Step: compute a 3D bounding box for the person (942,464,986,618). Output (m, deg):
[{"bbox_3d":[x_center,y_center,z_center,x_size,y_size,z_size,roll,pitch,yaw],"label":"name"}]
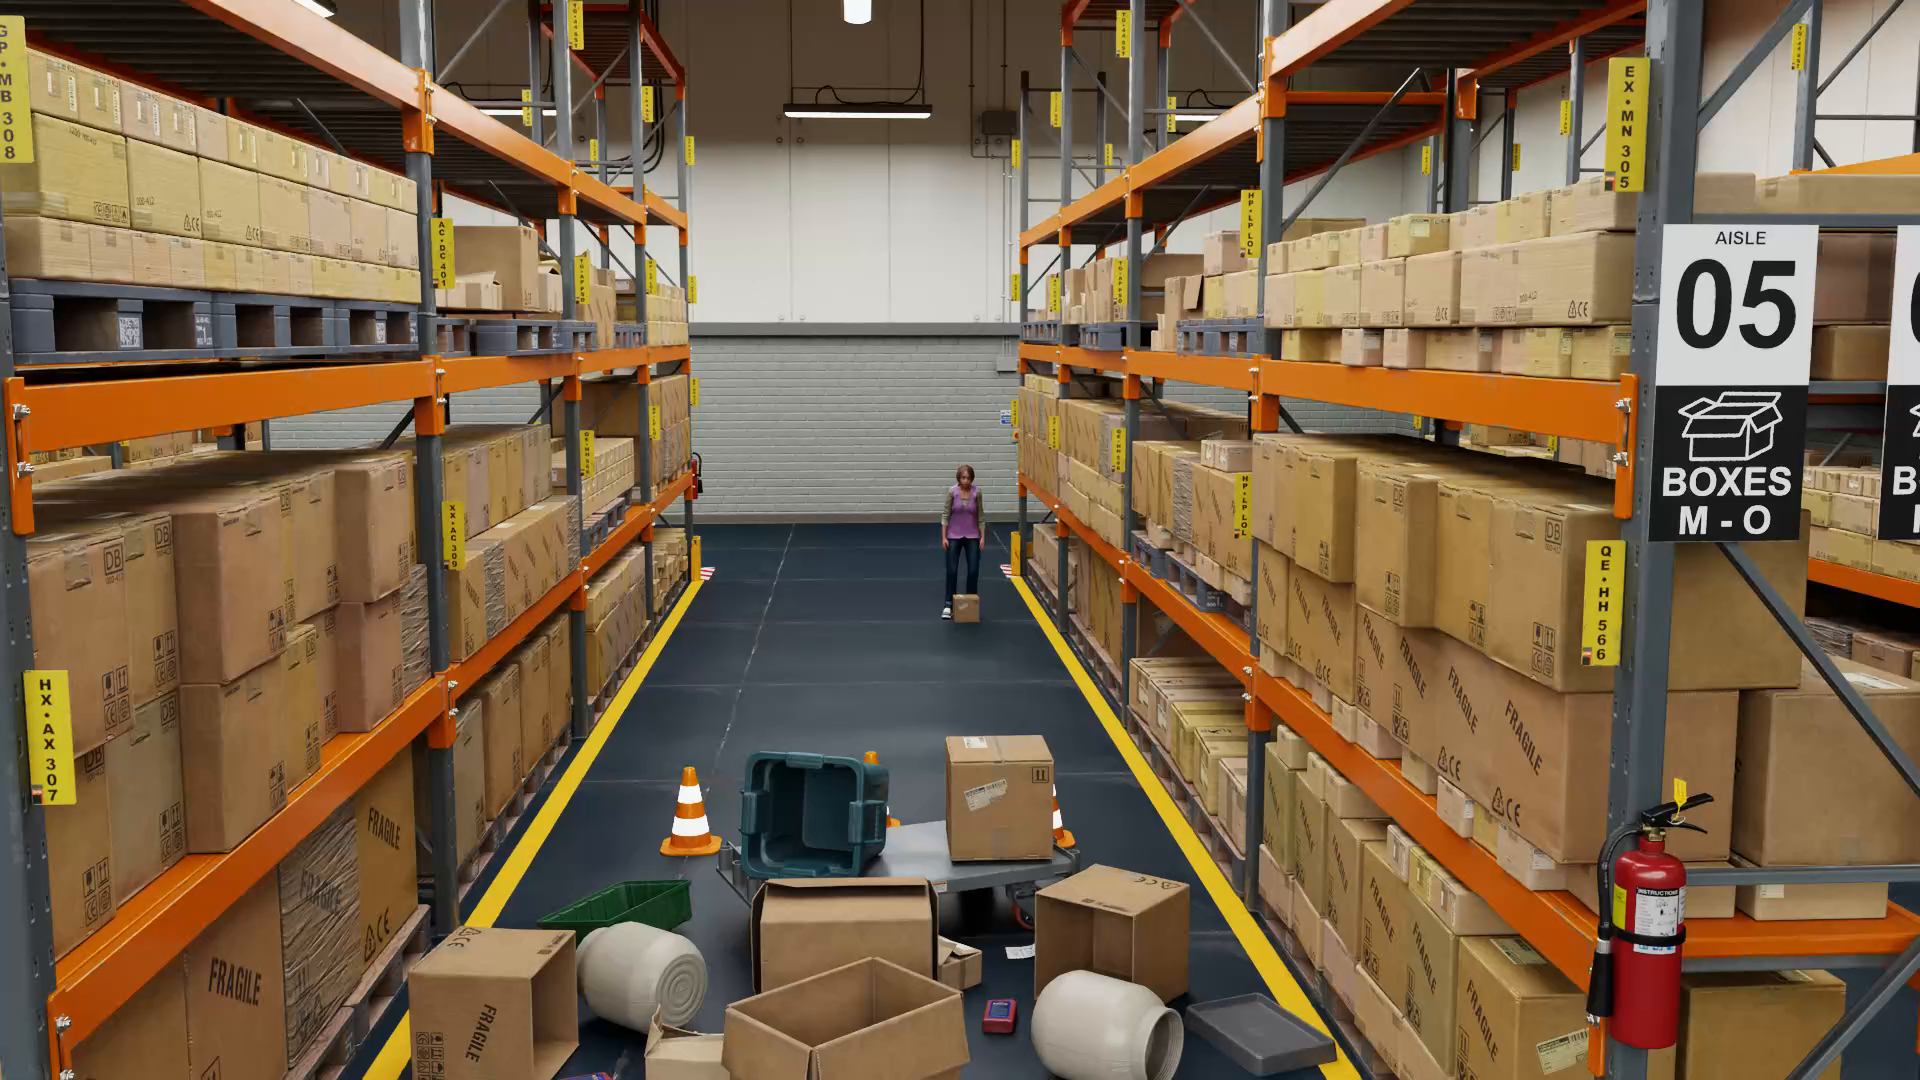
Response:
[{"bbox_3d":[0.036,0.008,17.236,0.466,1.593,0.349,-1,7,-4],"label":"person"}]
